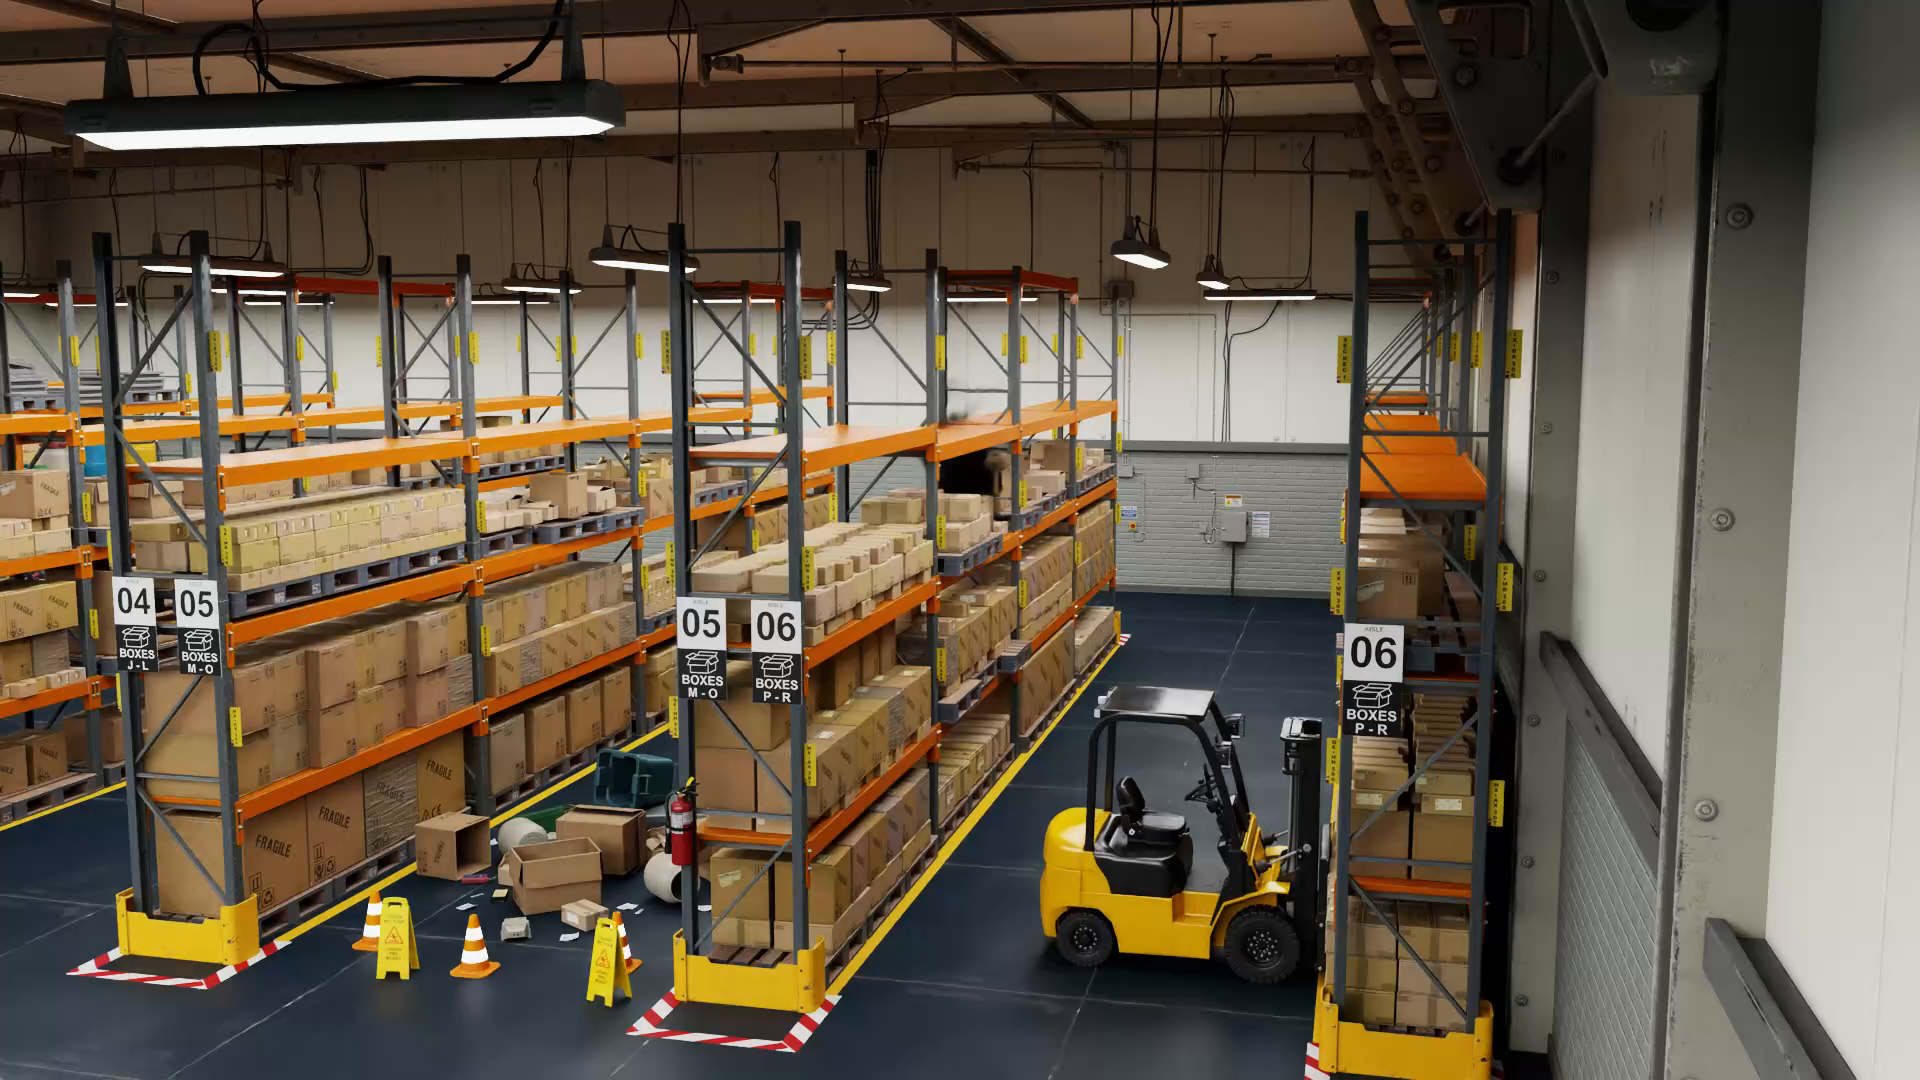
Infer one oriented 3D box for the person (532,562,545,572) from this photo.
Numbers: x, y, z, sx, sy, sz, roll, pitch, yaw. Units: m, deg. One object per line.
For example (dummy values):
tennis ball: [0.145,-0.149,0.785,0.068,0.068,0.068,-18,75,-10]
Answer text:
person: [-6.654,1.158,26.286,0.518,1.631,0.783,0,7,4]
